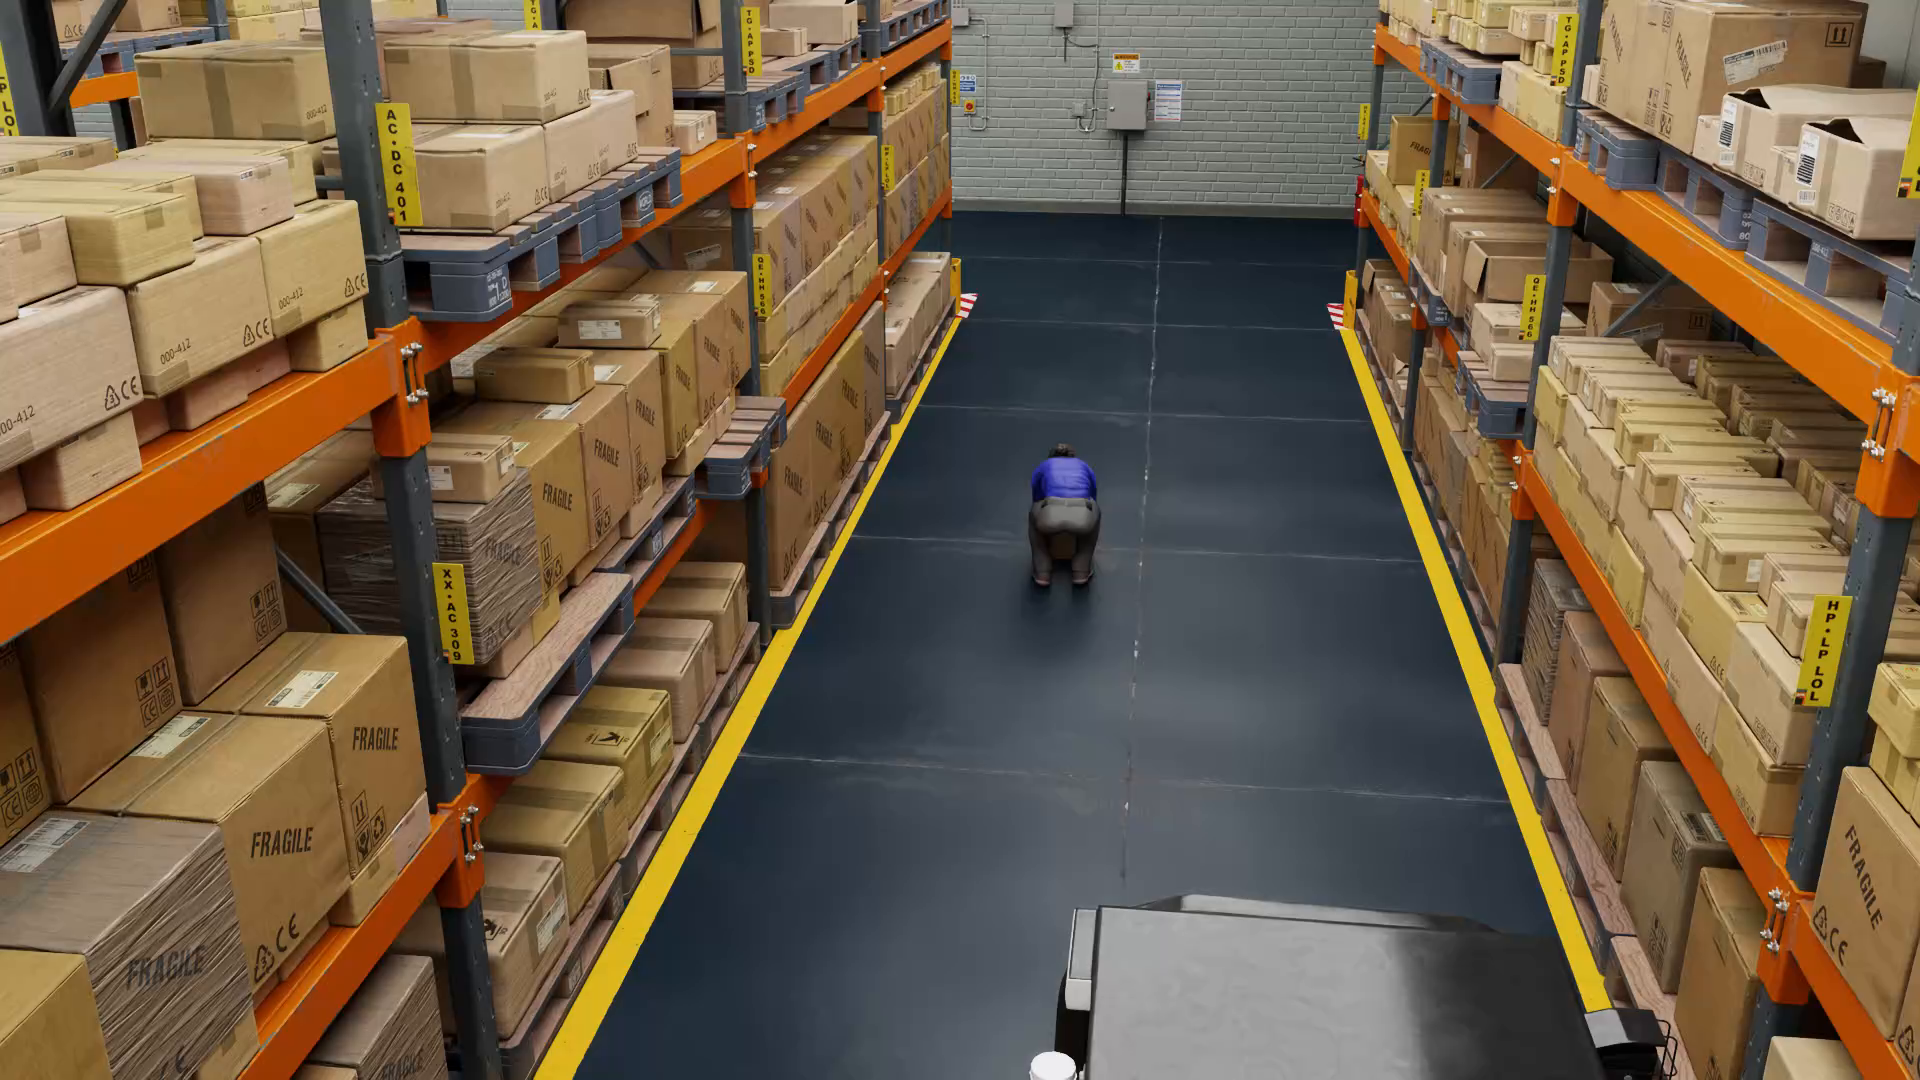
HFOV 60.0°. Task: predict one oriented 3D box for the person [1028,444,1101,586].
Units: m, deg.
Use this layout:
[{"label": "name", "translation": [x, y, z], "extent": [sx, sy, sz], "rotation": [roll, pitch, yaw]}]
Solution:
[{"label": "person", "translation": [0.643, -0.143, 10.250], "extent": [0.449, 0.751, 0.851], "rotation": [2, 21, 5]}]
